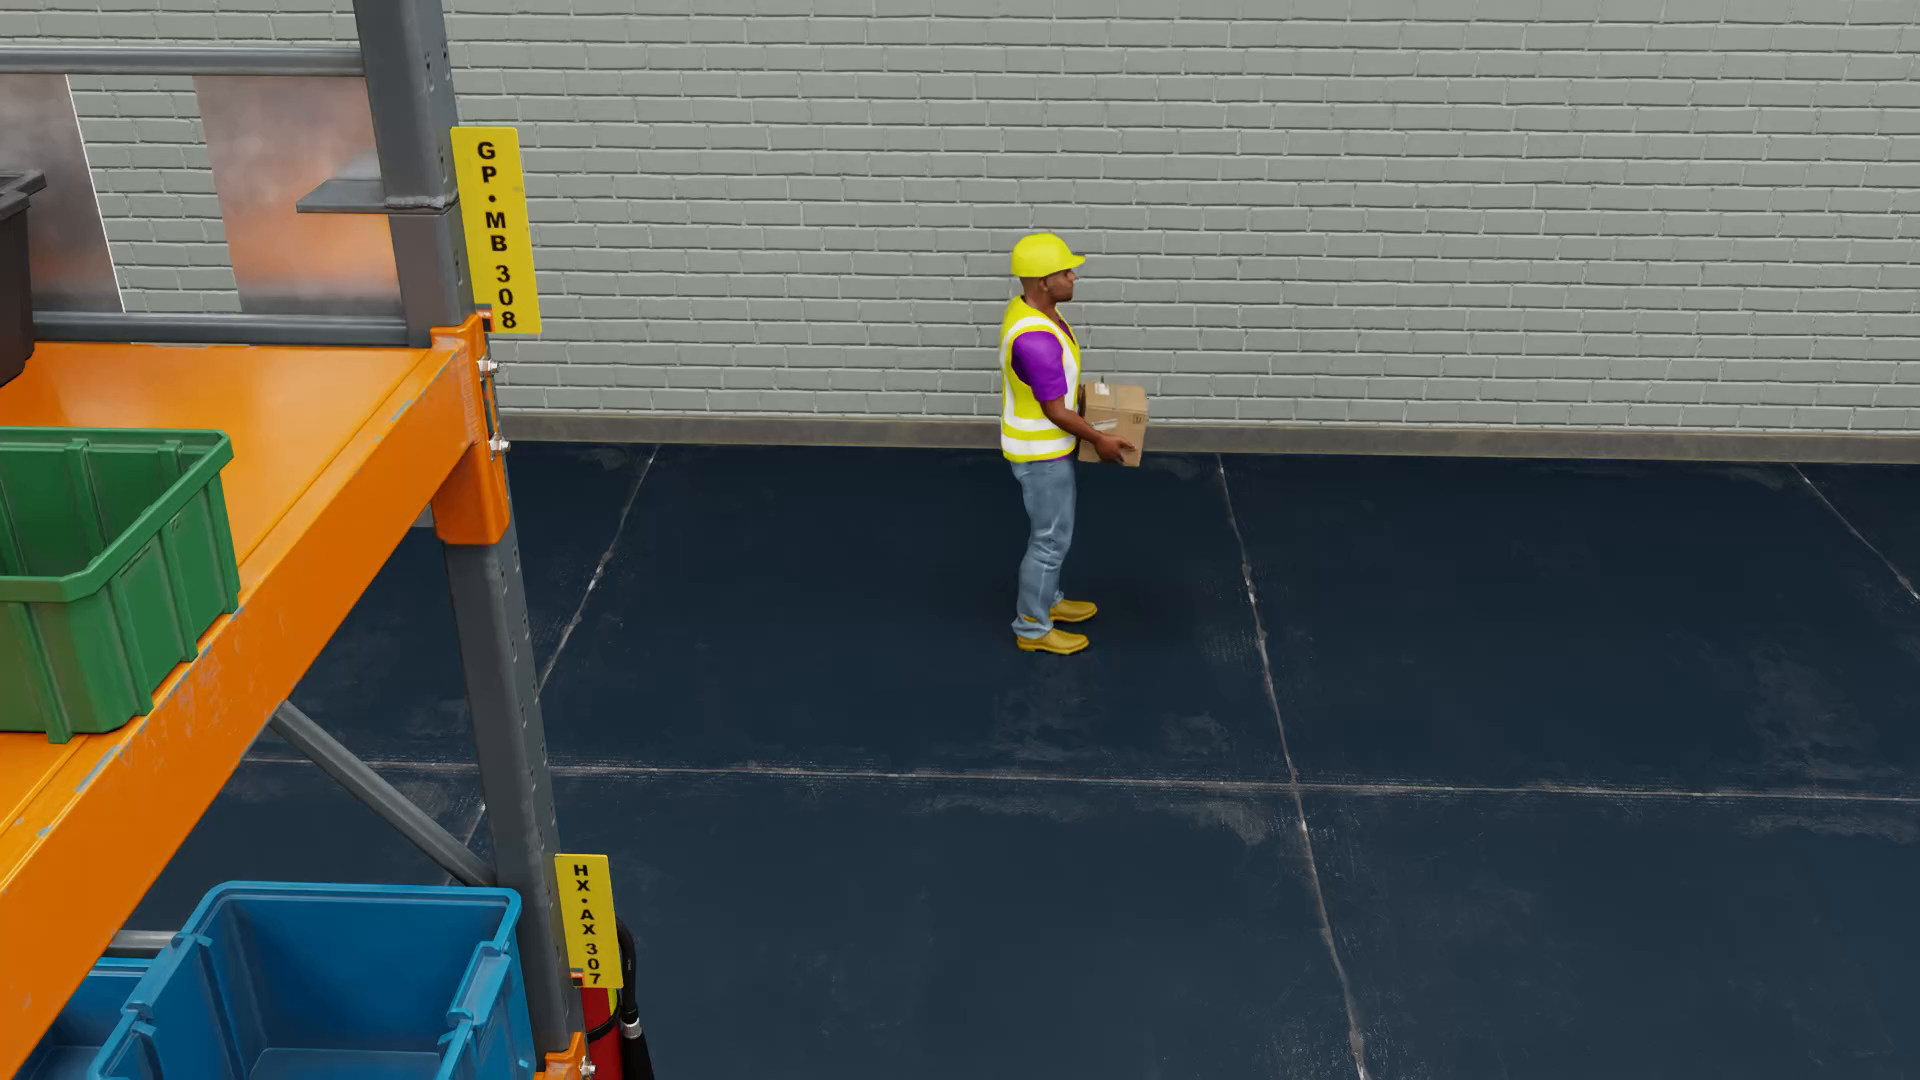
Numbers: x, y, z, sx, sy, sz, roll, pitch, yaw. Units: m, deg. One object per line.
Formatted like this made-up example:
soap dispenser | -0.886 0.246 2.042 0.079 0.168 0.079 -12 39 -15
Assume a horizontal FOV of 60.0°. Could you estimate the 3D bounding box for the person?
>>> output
person | 0.430 -0.393 6.838 0.551 1.770 0.542 1 28 1
